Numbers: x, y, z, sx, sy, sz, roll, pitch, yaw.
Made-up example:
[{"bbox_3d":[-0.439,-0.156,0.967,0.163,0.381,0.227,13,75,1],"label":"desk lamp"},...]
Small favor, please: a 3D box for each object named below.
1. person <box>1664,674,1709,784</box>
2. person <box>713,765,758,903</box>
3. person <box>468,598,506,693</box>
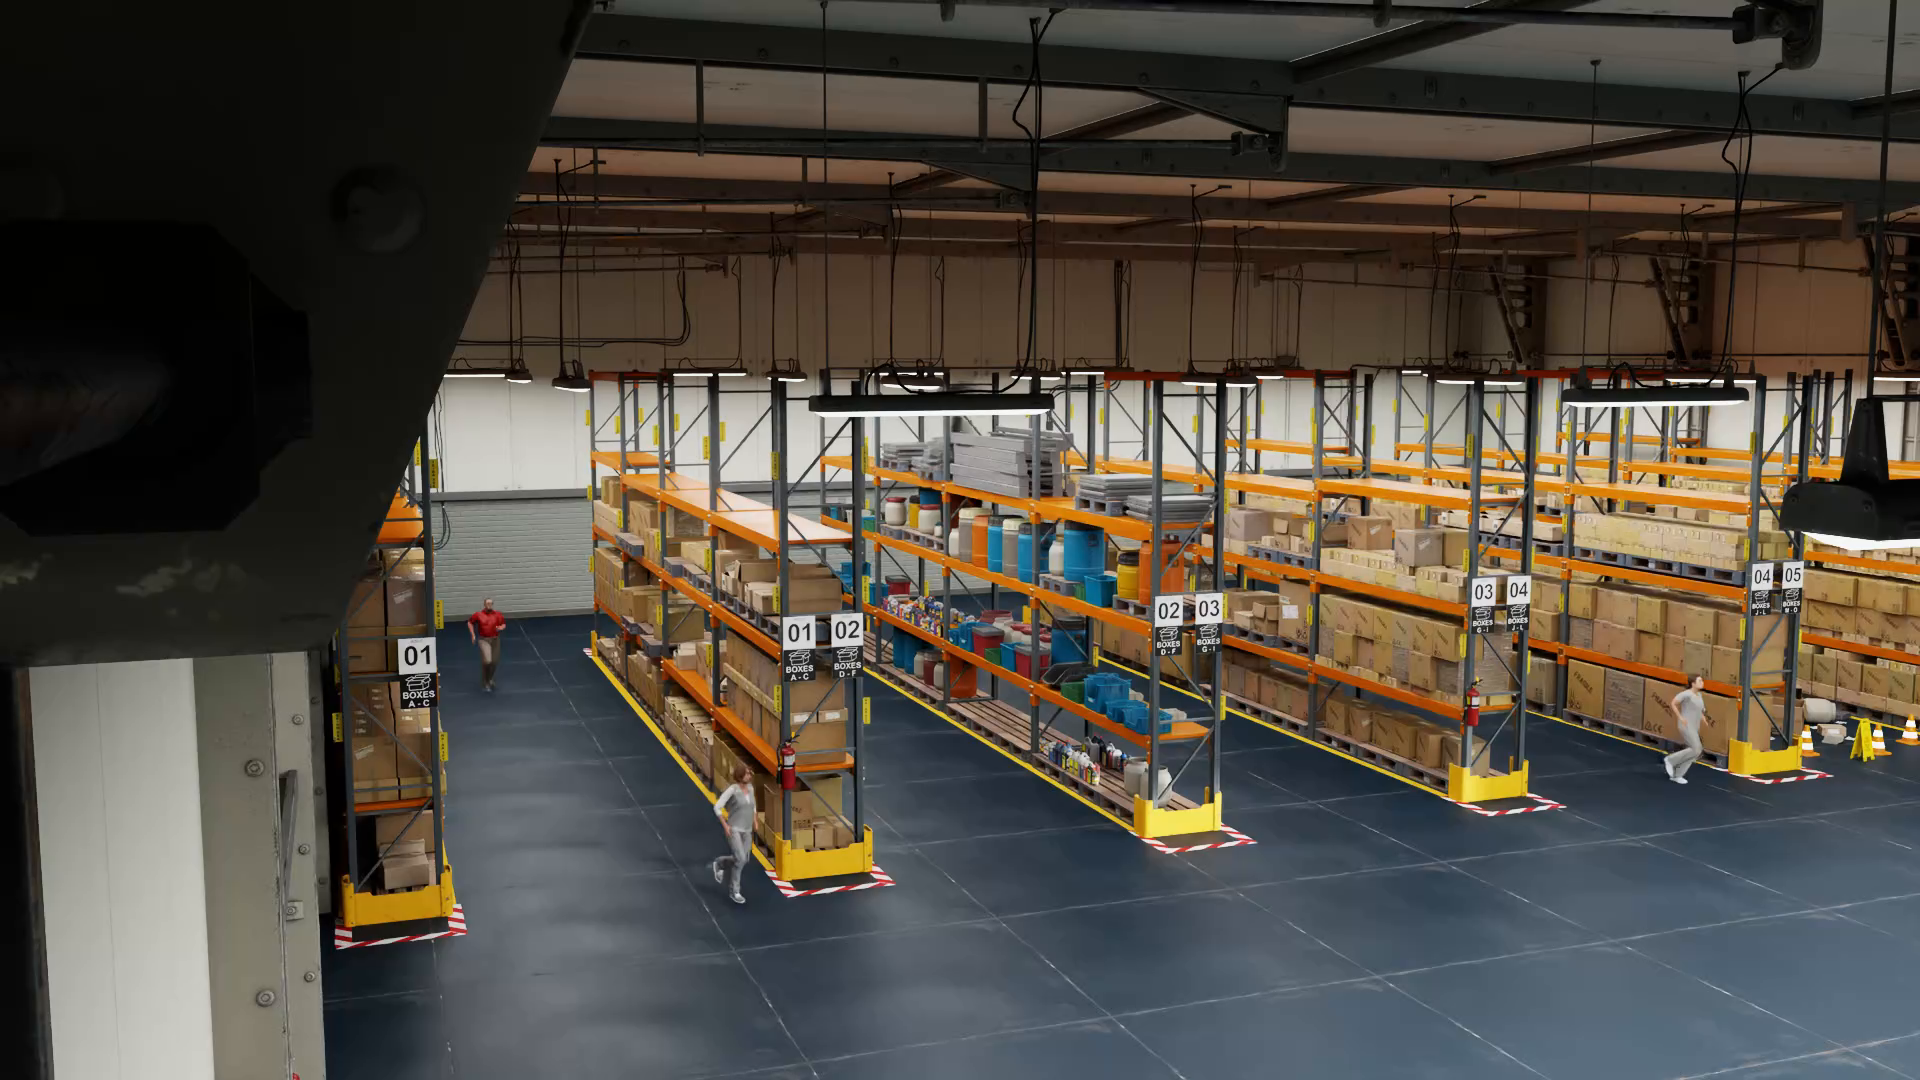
[{"bbox_3d":[10.842,2.788,24.694,0.609,1.616,0.522,-5,8,-39],"label":"person"},{"bbox_3d":[-2.629,3.406,19.504,0.645,1.560,0.590,5,8,40],"label":"person"},{"bbox_3d":[-8.880,1.990,31.385,0.633,1.797,0.740,-5,8,-35],"label":"person"}]
